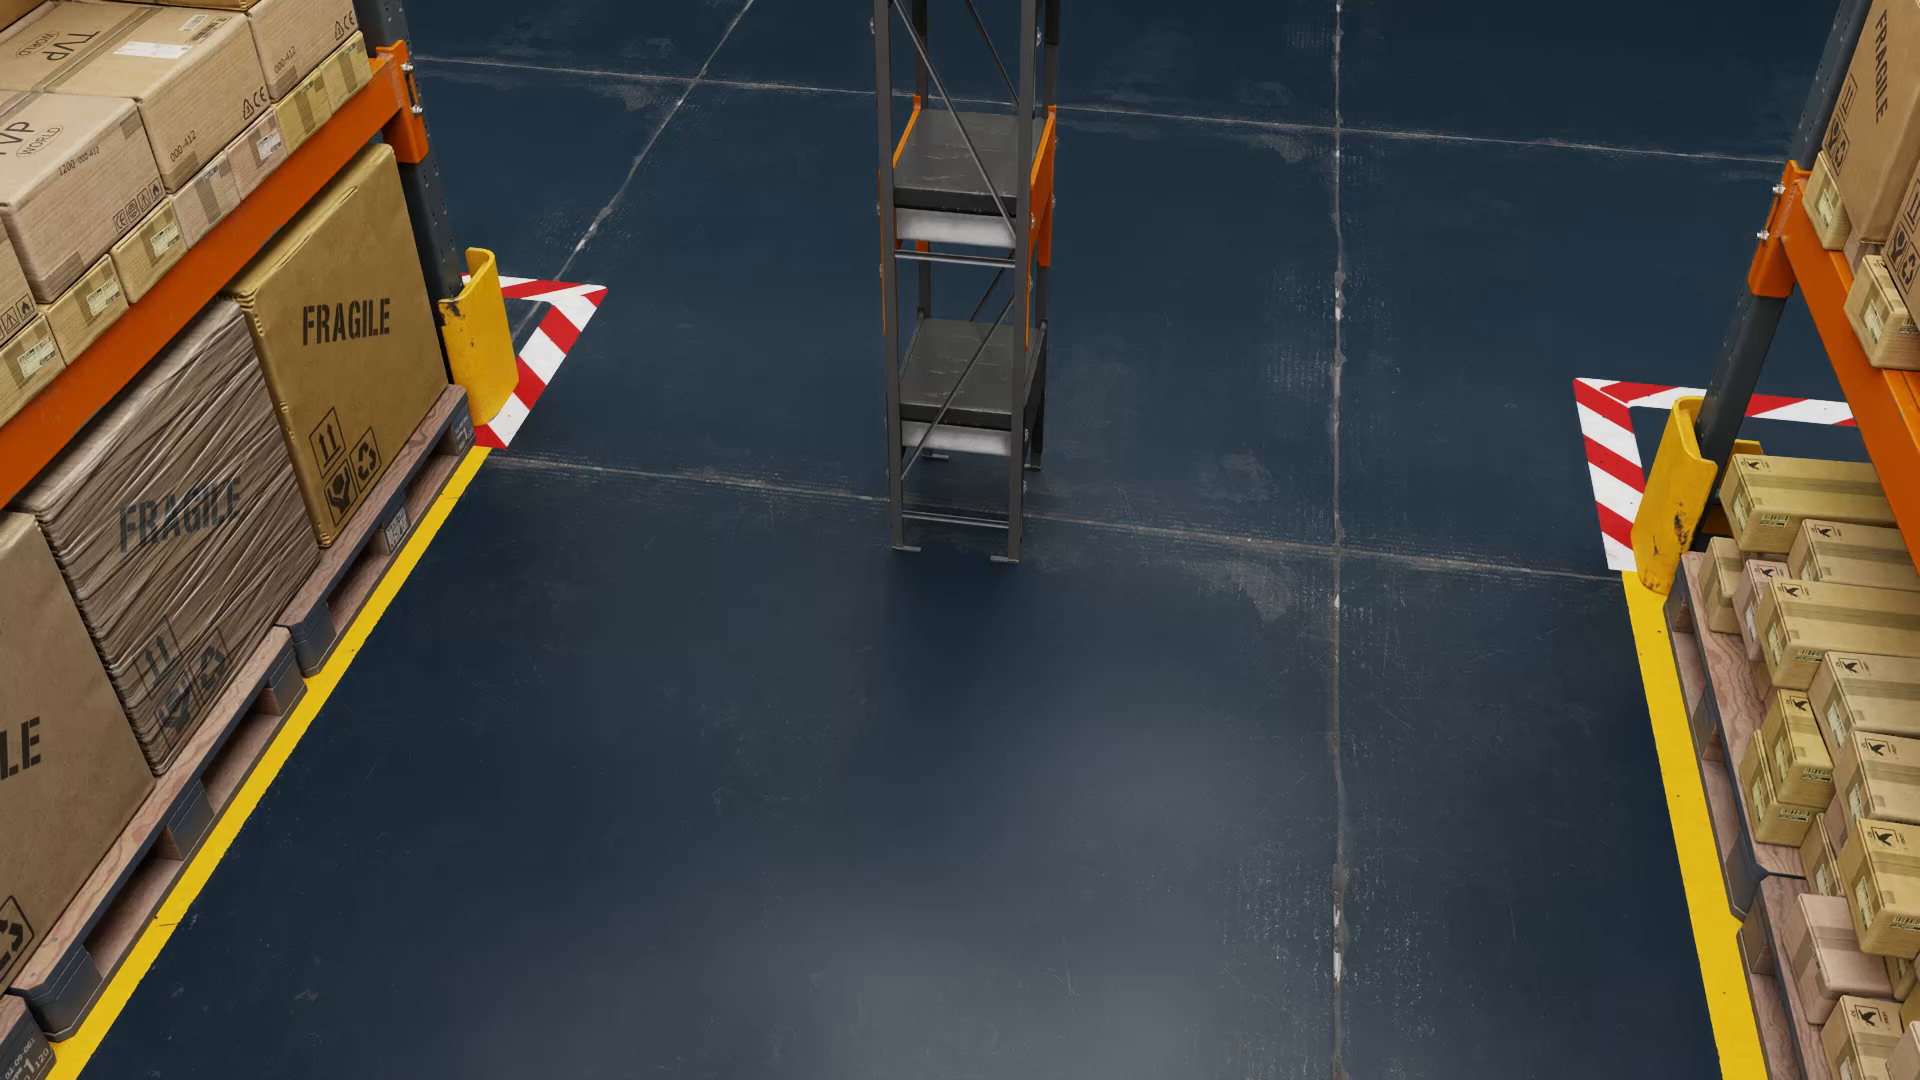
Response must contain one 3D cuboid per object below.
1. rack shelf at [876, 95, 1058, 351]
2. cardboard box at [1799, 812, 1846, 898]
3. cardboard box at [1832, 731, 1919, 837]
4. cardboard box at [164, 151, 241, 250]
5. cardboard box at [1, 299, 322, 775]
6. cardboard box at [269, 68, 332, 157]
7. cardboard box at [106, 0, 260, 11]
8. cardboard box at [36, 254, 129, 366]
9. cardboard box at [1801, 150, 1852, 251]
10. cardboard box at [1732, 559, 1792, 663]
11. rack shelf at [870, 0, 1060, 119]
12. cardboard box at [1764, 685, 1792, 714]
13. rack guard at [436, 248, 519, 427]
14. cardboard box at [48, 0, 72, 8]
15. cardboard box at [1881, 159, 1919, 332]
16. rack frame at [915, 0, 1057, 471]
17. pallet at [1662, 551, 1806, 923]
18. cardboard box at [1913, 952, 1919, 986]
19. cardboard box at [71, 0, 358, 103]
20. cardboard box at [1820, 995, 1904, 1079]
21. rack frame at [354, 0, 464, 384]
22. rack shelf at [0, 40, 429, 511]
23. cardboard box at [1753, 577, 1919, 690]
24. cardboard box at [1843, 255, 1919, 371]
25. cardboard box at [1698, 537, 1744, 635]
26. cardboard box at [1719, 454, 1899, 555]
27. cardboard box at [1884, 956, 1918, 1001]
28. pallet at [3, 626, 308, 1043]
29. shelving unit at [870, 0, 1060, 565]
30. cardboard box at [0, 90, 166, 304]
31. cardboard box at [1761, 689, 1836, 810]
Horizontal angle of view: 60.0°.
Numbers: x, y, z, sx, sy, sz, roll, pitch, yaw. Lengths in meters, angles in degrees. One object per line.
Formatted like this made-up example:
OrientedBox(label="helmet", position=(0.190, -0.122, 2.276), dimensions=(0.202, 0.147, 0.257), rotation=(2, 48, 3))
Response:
OrientedBox(label="rack shelf", position=(0.029, -0.903, 4.715), dimensions=(0.431, 0.518, 0.480), rotation=(6, 40, 8))
OrientedBox(label="cardboard box", position=(2.185, 0.793, 3.845), dimensions=(0.380, 0.149, 0.250), rotation=(6, 40, 8))
OrientedBox(label="cardboard box", position=(2.151, 0.581, 3.634), dimensions=(0.380, 0.149, 0.250), rotation=(8, 40, 9))
OrientedBox(label="cardboard box", position=(-2.043, -0.862, 4.136), dimensions=(0.380, 0.149, 0.250), rotation=(7, 40, 8))
OrientedBox(label="cardboard box", position=(-2.363, -0.058, 4.304), dimensions=(0.875, 0.875, 0.875), rotation=(6, 40, 8))
OrientedBox(label="cardboard box", position=(-1.954, -1.177, 4.516), dimensions=(0.380, 0.149, 0.250), rotation=(7, 40, 8))
OrientedBox(label="cardboard box", position=(-1.999, -1.708, 4.257), dimensions=(0.500, 0.500, 0.500), rotation=(7, 40, 8))
OrientedBox(label="cardboard box", position=(-2.130, -0.536, 3.741), dimensions=(0.380, 0.149, 0.250), rotation=(7, 40, 8))
OrientedBox(label="cardboard box", position=(2.315, -0.822, 4.088), dimensions=(0.380, 0.149, 0.250), rotation=(6, 40, 7))
OrientedBox(label="cardboard box", position=(2.248, 0.202, 4.326), dimensions=(0.380, 0.149, 0.250), rotation=(6, 40, 7))
OrientedBox(label="rack shelf", position=(0.029, -1.442, 4.269), dimensions=(0.431, 0.518, 0.480), rotation=(6, 40, 8))
OrientedBox(label="cardboard box", position=(2.288, 0.474, 4.230), dimensions=(0.380, 0.149, 0.250), rotation=(7, 40, 8))
OrientedBox(label="rack guard", position=(-2.169, -0.748, 5.763), dimensions=(1.175, 0.500, 0.348), rotation=(6, 40, 8))
OrientedBox(label="cardboard box", position=(-2.522, -1.482, 4.573), dimensions=(0.500, 0.250, 0.500), rotation=(5, 40, 6))
OrientedBox(label="cardboard box", position=(2.277, -0.649, 3.370), dimensions=(0.500, 0.500, 0.500), rotation=(6, 40, 8))
OrientedBox(label="rack frame", position=(0.071, -1.066, 4.892), dimensions=(0.400, 2.100, 0.015), rotation=(6, 40, 8))
OrientedBox(label="pallet", position=(2.506, 0.542, 4.429), dimensions=(1.003, 0.211, 1.213), rotation=(6, 40, 8))
OrientedBox(label="cardboard box", position=(2.112, 0.909, 3.237), dimensions=(0.380, 0.149, 0.250), rotation=(6, 40, 8))
OrientedBox(label="cardboard box", position=(-1.996, -1.420, 4.498), dimensions=(0.500, 0.250, 0.500), rotation=(6, 40, 7))
OrientedBox(label="cardboard box", position=(2.034, 1.116, 3.453), dimensions=(0.380, 0.149, 0.250), rotation=(6, 40, 8))
OrientedBox(label="rack frame", position=(-2.173, -1.697, 4.948), dimensions=(1.000, 3.000, 0.127), rotation=(6, 40, 8))
OrientedBox(label="rack shelf", position=(-2.519, -0.164, 3.659), dimensions=(1.077, 0.370, 4.000), rotation=(6, 40, 8))
OrientedBox(label="cardboard box", position=(2.170, 0.243, 4.043), dimensions=(0.380, 0.149, 0.250), rotation=(6, 40, 8))
OrientedBox(label="cardboard box", position=(2.213, -0.495, 3.692), dimensions=(0.380, 0.149, 0.250), rotation=(5, 40, 6))
OrientedBox(label="cardboard box", position=(2.288, 0.144, 4.629), dimensions=(0.380, 0.149, 0.250), rotation=(7, 40, 9))
OrientedBox(label="cardboard box", position=(2.269, -0.087, 4.442), dimensions=(0.380, 0.149, 0.250), rotation=(5, 40, 6))
OrientedBox(label="cardboard box", position=(2.183, 0.866, 3.522), dimensions=(0.380, 0.149, 0.250), rotation=(8, 40, 10))
OrientedBox(label="pallet", position=(-2.448, 0.652, 4.296), dimensions=(1.003, 0.211, 1.213), rotation=(6, 40, 8))
OrientedBox(label="shelving unit", position=(0.029, -0.913, 4.707), dimensions=(0.431, 2.100, 0.503), rotation=(6, 40, 8))
OrientedBox(label="cardboard box", position=(-2.172, -0.782, 3.726), dimensions=(0.500, 0.250, 0.500), rotation=(5, 40, 6))
OrientedBox(label="cardboard box", position=(2.141, 0.515, 3.948), dimensions=(0.380, 0.149, 0.250), rotation=(8, 40, 9))
